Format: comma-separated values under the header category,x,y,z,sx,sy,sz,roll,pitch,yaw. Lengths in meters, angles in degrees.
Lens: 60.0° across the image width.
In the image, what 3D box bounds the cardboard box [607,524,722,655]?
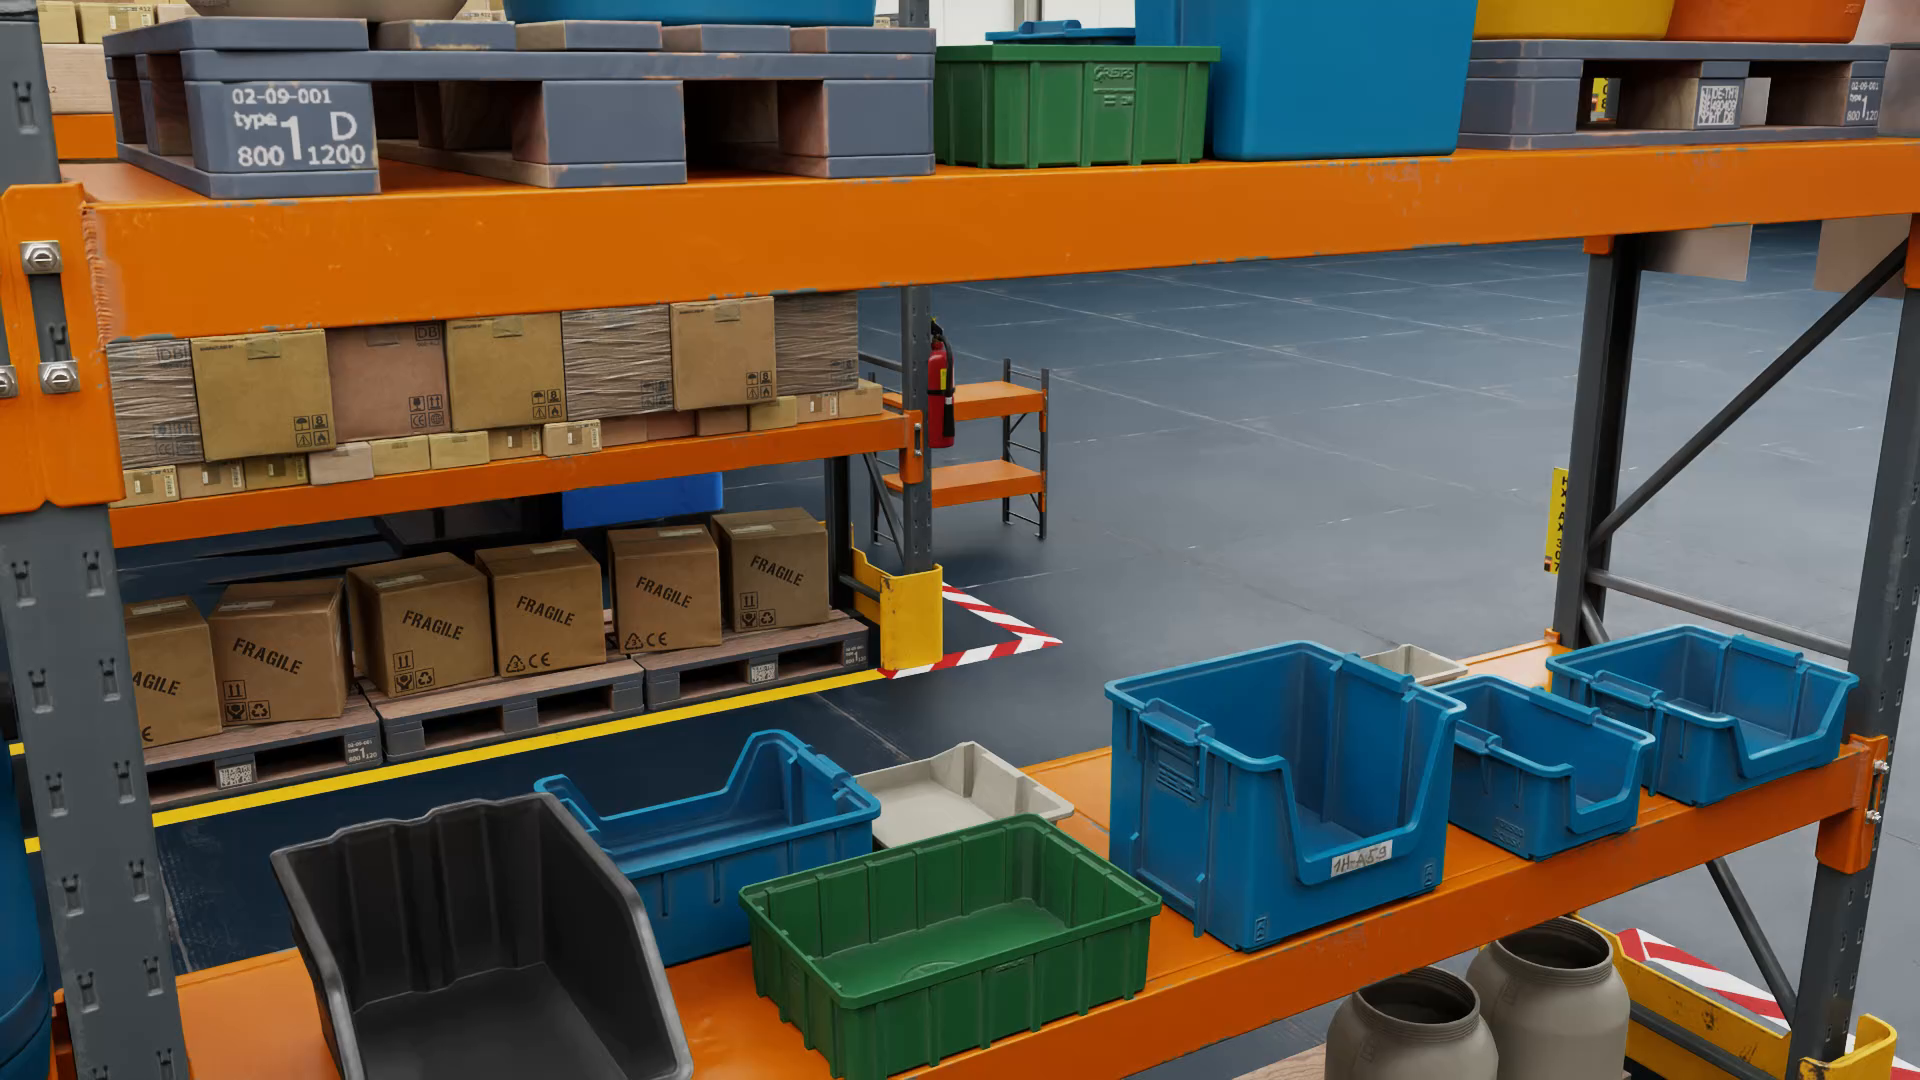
category,x,y,z,sx,sy,sz,roll,pitch,yaw
cardboard box,-1.489,0.239,8.354,0.500,0.500,0.500,-4,16,-15

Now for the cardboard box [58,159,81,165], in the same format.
category,x,y,z,sx,sy,sz,roll,pitch,yaw
cardboard box,-6.013,-2.178,10.842,0.550,0.550,0.875,-9,18,-30

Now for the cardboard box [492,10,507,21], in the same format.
category,x,y,z,sx,sy,sz,roll,pitch,yaw
cardboard box,-1.905,-2.183,7.123,0.250,0.149,0.380,-10,19,-33

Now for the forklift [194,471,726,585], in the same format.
category,x,y,z,sx,sy,sz,roll,pitch,yaw
forklift,-3.021,-1.232,9.876,3.031,2.935,1.130,-9,18,-28

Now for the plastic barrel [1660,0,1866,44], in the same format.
category,x,y,z,sx,sy,sz,roll,pitch,yaw
plastic barrel,1.750,-1.547,3.740,0.708,0.830,0.600,-9,18,-30

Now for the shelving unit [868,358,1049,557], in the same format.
category,x,y,z,sx,sy,sz,roll,pitch,yaw
shelving unit,-0.006,-0.541,10.755,1.048,1.125,0.538,-9,18,-30

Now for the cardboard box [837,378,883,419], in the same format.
category,x,y,z,sx,sy,sz,roll,pitch,yaw
cardboard box,-0.588,-0.728,8.416,0.250,0.149,0.380,-9,18,-30

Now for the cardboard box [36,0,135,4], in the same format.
category,x,y,z,sx,sy,sz,roll,pitch,yaw
cardboard box,-3.624,-2.378,6.617,0.500,0.500,0.500,-10,18,-31

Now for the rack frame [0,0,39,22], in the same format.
category,x,y,z,sx,sy,sz,roll,pitch,yaw
rack frame,-1.328,-2.123,1.812,0.127,3.000,1.000,-9,18,-30

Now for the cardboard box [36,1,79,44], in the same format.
category,x,y,z,sx,sy,sz,roll,pitch,yaw
cardboard box,-3.442,-1.918,6.178,0.250,0.149,0.380,-10,18,-31

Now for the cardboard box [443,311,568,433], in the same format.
category,x,y,z,sx,sy,sz,roll,pitch,yaw
cardboard box,-2.188,-0.834,7.592,0.500,0.500,0.875,-9,18,-30

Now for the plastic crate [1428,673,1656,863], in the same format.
category,x,y,z,sx,sy,sz,roll,pitch,yaw
plastic crate,1.266,0.509,3.813,0.408,0.251,0.499,-9,18,-30

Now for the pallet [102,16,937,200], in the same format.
category,x,y,z,sx,sy,sz,roll,pitch,yaw
pallet,-0.760,-0.711,2.681,1.003,0.211,1.213,-9,18,-30

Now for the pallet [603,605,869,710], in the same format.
category,x,y,z,sx,sy,sz,roll,pitch,yaw
pallet,-1.230,0.521,8.658,1.213,0.211,1.003,-9,18,-30

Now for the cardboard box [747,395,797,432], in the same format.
category,x,y,z,sx,sy,sz,roll,pitch,yaw
cardboard box,-0.990,-0.647,8.126,0.250,0.149,0.380,-9,18,-30

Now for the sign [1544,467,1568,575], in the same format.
category,x,y,z,sx,sy,sz,roll,pitch,yaw
sign,1.821,-0.052,5.024,0.005,0.325,0.100,-9,18,-30

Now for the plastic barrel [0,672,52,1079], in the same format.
category,x,y,z,sx,sy,sz,roll,pitch,yaw
plastic barrel,-1.815,0.508,2.613,0.708,0.901,0.600,-9,18,-30

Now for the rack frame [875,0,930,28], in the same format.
category,x,y,z,sx,sy,sz,roll,pitch,yaw
rack frame,-0.450,-3.825,7.884,0.127,3.000,1.000,-9,18,-30

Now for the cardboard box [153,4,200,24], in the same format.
category,x,y,z,sx,sy,sz,roll,pitch,yaw
cardboard box,-3.004,-2.004,6.484,0.250,0.149,0.380,-9,18,-29

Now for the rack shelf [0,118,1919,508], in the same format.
category,x,y,z,sx,sy,sz,roll,pitch,yaw
rack shelf,0.386,-0.610,3.306,4.000,0.370,1.077,-9,18,-30

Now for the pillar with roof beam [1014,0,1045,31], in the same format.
category,x,y,z,sx,sy,sz,roll,pitch,yaw
pillar with roof beam,3.329,-8.050,22.954,0.400,9.000,9.100,-9,18,-30

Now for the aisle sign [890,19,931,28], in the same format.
category,x,y,z,sx,sy,sz,roll,pitch,yaw
aisle sign,-0.242,-2.127,8.126,0.004,0.787,0.394,-9,18,-30

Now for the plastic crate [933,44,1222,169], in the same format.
category,x,y,z,sx,sy,sz,roll,pitch,yaw
plastic crate,0.165,-0.733,2.803,0.450,0.188,0.336,-9,18,-30

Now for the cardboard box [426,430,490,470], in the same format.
category,x,y,z,sx,sy,sz,roll,pitch,yaw
cardboard box,-2.261,-0.431,7.357,0.250,0.149,0.380,-9,18,-30

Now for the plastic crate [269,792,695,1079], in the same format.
category,x,y,z,sx,sy,sz,roll,pitch,yaw
plastic crate,-0.814,0.752,2.785,0.504,0.338,0.767,-9,18,-30

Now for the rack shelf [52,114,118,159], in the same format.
category,x,y,z,sx,sy,sz,roll,pitch,yaw
rack shelf,-2.164,-1.756,7.394,4.000,0.370,1.077,-9,18,-30

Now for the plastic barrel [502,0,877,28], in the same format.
category,x,y,z,sx,sy,sz,roll,pitch,yaw
plastic barrel,-0.420,-1.236,2.498,0.708,0.901,0.600,-9,18,-30

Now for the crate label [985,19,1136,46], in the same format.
category,x,y,z,sx,sy,sz,roll,pitch,yaw
crate label,0.326,-0.980,3.565,0.408,0.251,0.502,-9,18,-30

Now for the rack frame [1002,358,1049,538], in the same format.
category,x,y,z,sx,sy,sz,roll,pitch,yaw
rack frame,0.430,-0.611,11.007,0.032,1.125,0.500,-9,18,-30

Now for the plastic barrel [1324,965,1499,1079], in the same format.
category,x,y,z,sx,sy,sz,roll,pitch,yaw
plastic barrel,1.146,1.384,4.246,0.421,0.512,0.421,0,16,0

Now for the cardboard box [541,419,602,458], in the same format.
category,x,y,z,sx,sy,sz,roll,pitch,yaw
cardboard box,-1.820,-0.495,7.585,0.250,0.149,0.380,-9,18,-30

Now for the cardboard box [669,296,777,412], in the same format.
category,x,y,z,sx,sy,sz,roll,pitch,yaw
cardboard box,-1.303,-0.961,8.043,0.500,0.500,0.875,-9,18,-30

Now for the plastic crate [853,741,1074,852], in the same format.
category,x,y,z,sx,sy,sz,roll,pitch,yaw
plastic crate,-0.067,0.608,3.672,0.437,0.136,0.530,-9,18,-30

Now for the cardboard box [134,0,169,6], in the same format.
category,x,y,z,sx,sy,sz,roll,pitch,yaw
cardboard box,-5.352,-3.381,10.622,0.500,0.250,0.500,-9,18,-30

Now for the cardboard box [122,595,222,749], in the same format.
category,x,y,z,sx,sy,sz,roll,pitch,yaw
cardboard box,-3.515,0.575,7.156,0.500,0.500,0.500,-10,18,-31

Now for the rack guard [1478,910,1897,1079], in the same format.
category,x,y,z,sx,sy,sz,roll,pitch,yaw
rack guard,2.060,1.434,4.866,0.348,0.500,1.175,-9,18,-30

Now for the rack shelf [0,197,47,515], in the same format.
category,x,y,z,sx,sy,sz,roll,pitch,yaw
rack shelf,-3.042,-0.054,1.322,4.000,0.370,1.077,-9,18,-30

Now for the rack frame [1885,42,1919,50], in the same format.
category,x,y,z,sx,sy,sz,roll,pitch,yaw
rack frame,2.101,-2.679,3.796,0.127,3.000,1.000,-9,18,-30

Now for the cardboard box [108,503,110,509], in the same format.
category,x,y,z,sx,sy,sz,roll,pitch,yaw
cardboard box,-3.540,-0.220,6.602,0.250,0.149,0.380,-9,18,-30

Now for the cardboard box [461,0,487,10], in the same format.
category,x,y,z,sx,sy,sz,roll,pitch,yaw
cardboard box,-3.623,-3.662,11.622,0.500,0.250,0.500,-9,18,-30

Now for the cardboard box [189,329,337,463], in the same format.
category,x,y,z,sx,sy,sz,roll,pitch,yaw
cardboard box,-3.015,-0.681,7.047,0.500,0.500,0.875,-9,18,-30

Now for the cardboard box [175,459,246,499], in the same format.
category,x,y,z,sx,sy,sz,roll,pitch,yaw
cardboard box,-3.119,-0.293,6.862,0.250,0.149,0.380,-9,18,-30

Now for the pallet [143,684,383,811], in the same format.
category,x,y,z,sx,sy,sz,roll,pitch,yaw
pallet,-3.321,0.861,7.448,1.213,0.211,1.003,-9,18,-30

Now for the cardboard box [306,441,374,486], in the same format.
category,x,y,z,sx,sy,sz,roll,pitch,yaw
cardboard box,-2.674,-0.355,7.084,0.250,0.149,0.380,-9,18,-30

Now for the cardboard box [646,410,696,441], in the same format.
category,x,y,z,sx,sy,sz,roll,pitch,yaw
cardboard box,-1.448,-0.591,7.925,0.250,0.149,0.380,-9,18,-30

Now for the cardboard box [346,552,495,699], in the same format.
category,x,y,z,sx,sy,sz,roll,pitch,yaw
cardboard box,-2.537,0.389,7.819,0.500,0.500,0.500,-11,19,-35

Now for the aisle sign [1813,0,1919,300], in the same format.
category,x,y,z,sx,sy,sz,roll,pitch,yaw
aisle sign,2.315,-0.984,4.045,0.004,0.787,0.394,-9,18,-30

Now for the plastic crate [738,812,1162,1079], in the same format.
category,x,y,z,sx,sy,sz,roll,pitch,yaw
plastic crate,-0.019,0.744,3.091,0.662,0.188,0.450,-9,18,-30

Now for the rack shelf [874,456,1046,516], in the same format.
category,x,y,z,sx,sy,sz,roll,pitch,yaw
rack shelf,-0.006,-0.305,10.821,1.000,0.278,0.538,-9,18,-30
